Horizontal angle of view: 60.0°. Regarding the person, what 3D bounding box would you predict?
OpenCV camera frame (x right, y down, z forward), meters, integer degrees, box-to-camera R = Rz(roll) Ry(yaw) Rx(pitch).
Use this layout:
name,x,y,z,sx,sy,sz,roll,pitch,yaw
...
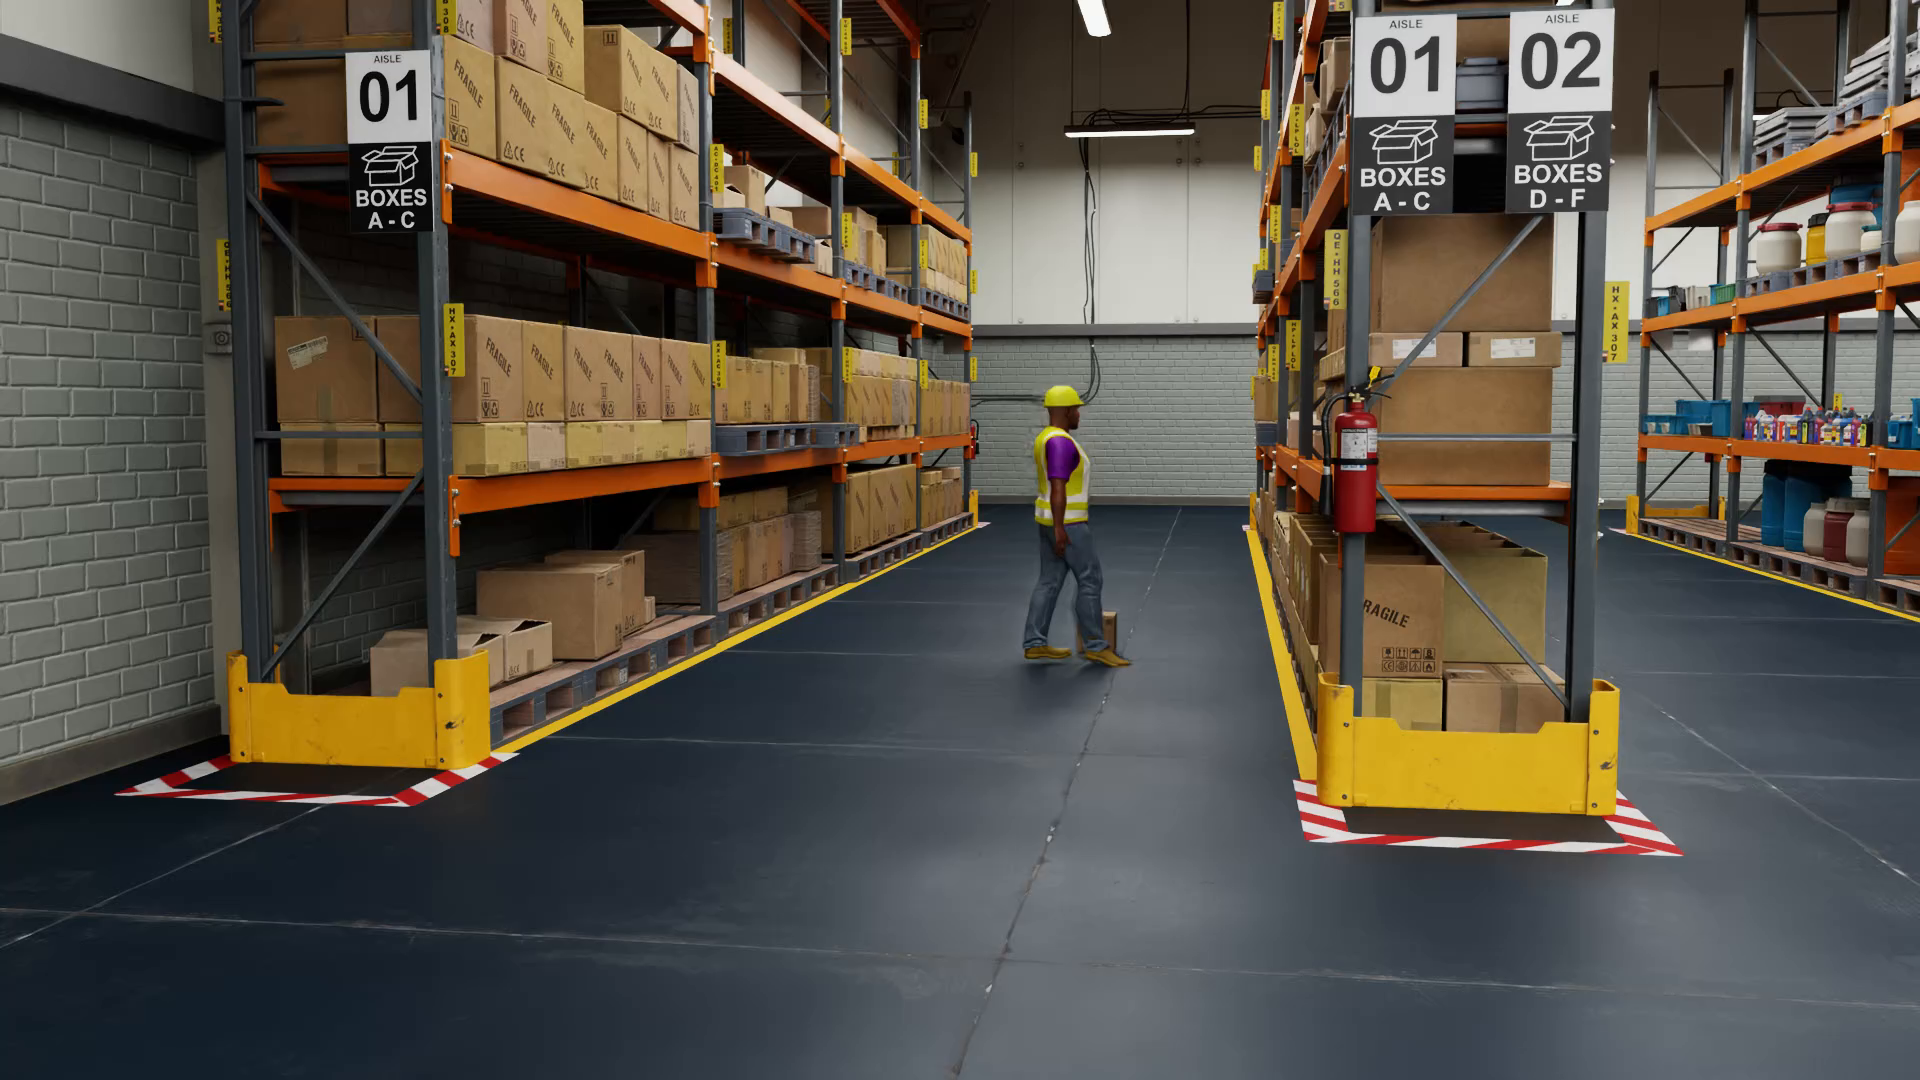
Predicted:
name,x,y,z,sx,sy,sz,roll,pitch,yaw
person,0.727,-0.087,10.636,0.665,1.791,0.620,-1,5,-12
